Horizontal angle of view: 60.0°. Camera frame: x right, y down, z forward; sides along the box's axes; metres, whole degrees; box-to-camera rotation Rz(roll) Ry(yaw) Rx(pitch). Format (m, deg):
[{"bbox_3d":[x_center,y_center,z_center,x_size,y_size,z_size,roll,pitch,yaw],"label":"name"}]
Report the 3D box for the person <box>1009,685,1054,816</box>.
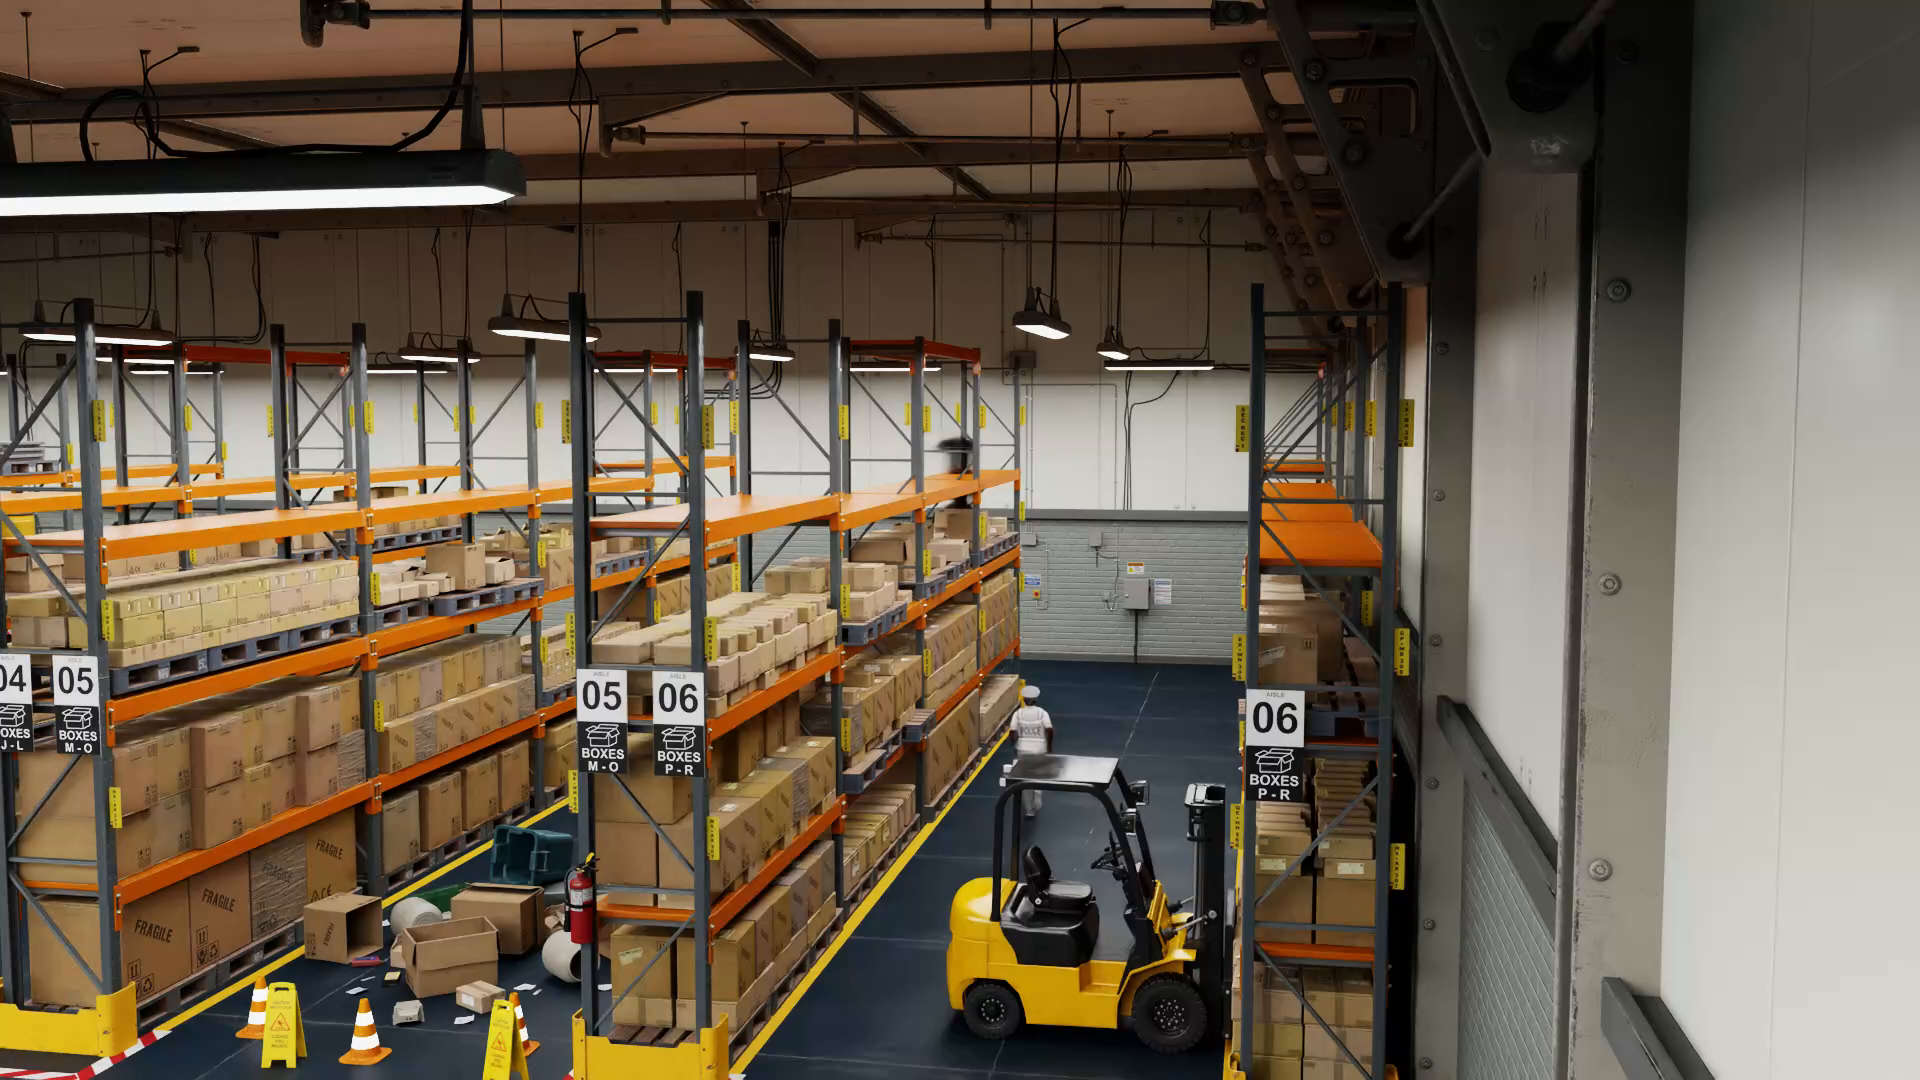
[{"bbox_3d":[0.904,2.671,20.997,0.569,1.651,0.588,0,5,5],"label":"person"}]
